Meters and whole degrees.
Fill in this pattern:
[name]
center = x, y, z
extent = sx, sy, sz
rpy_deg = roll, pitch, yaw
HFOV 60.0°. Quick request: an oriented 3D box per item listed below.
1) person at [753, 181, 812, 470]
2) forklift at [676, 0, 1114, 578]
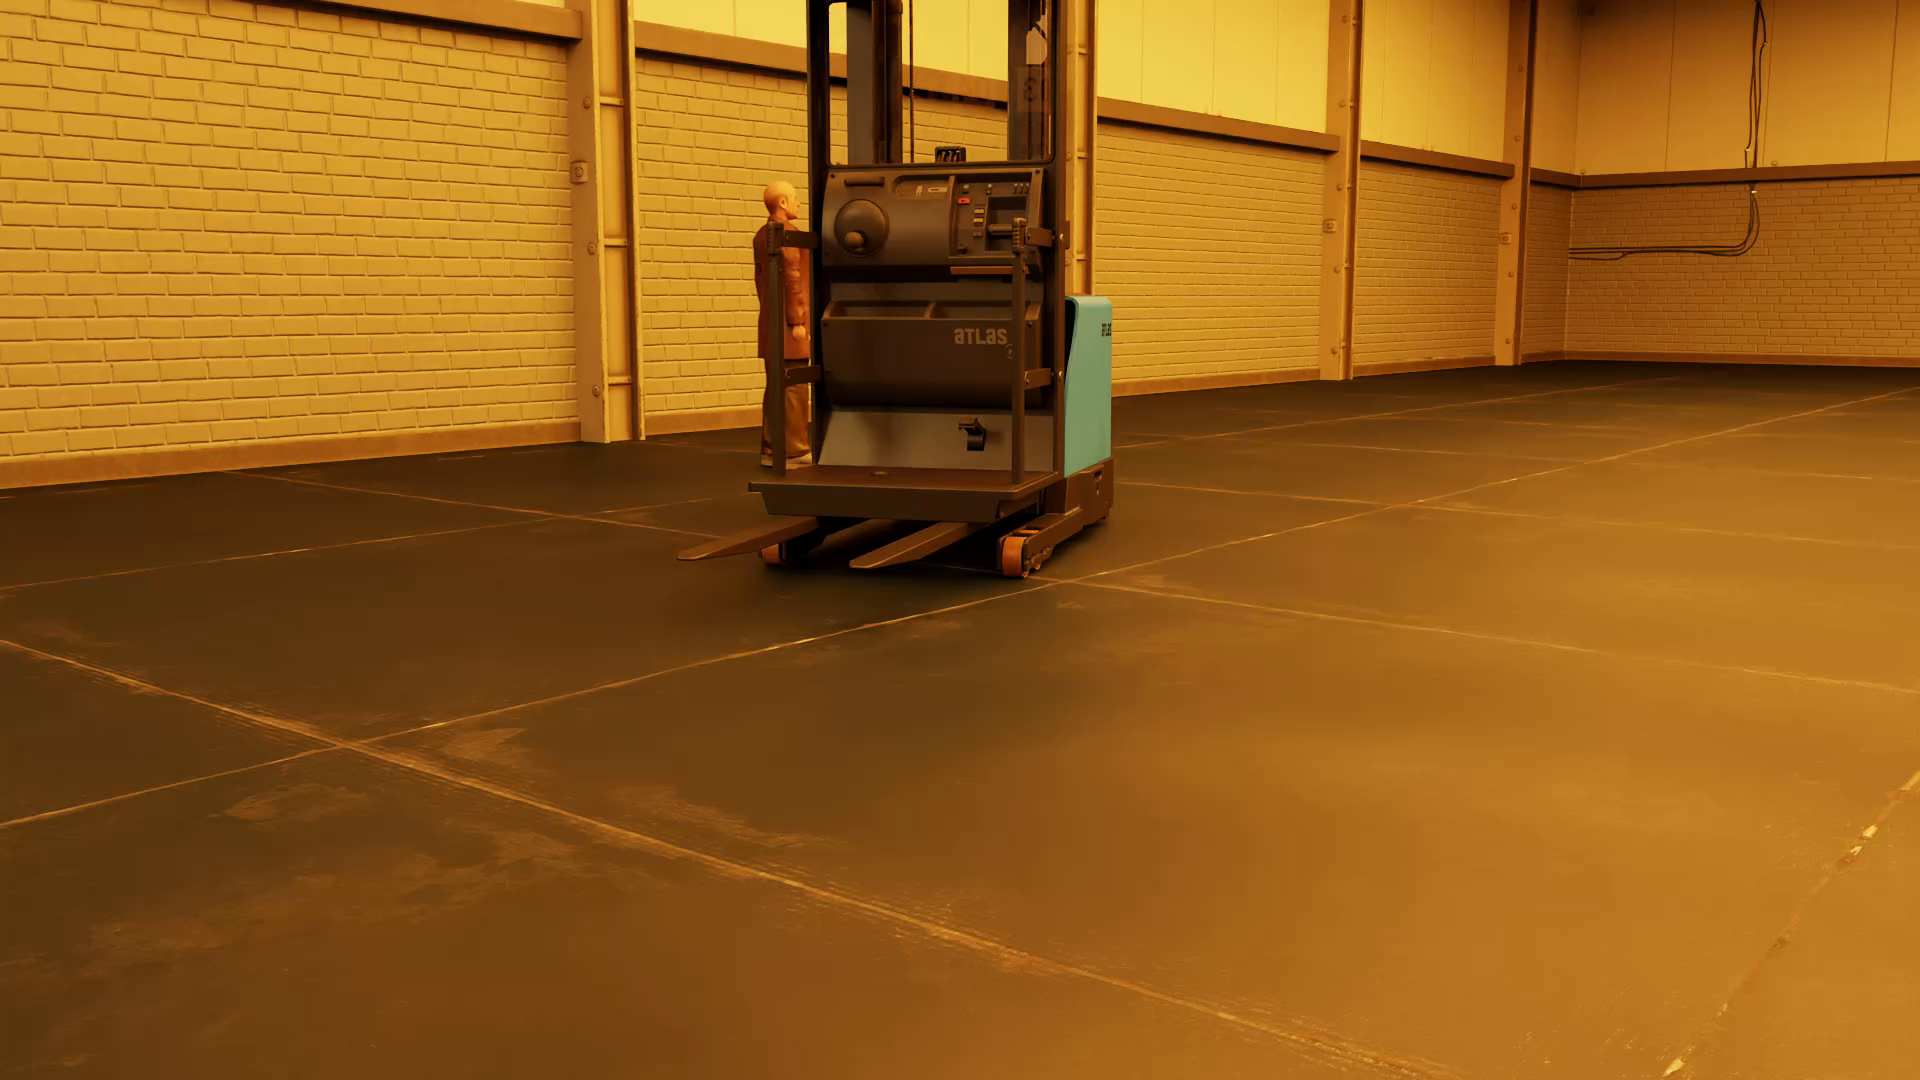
[person]
center = -1.061, -1.347, 10.454
extent = 0.392, 1.782, 0.547
rpy_deg = -4, 9, -28
[forklift]
center = -0.176, -1.366, 6.616
extent = 1.130, 2.935, 3.031
rpy_deg = 3, 9, 17
